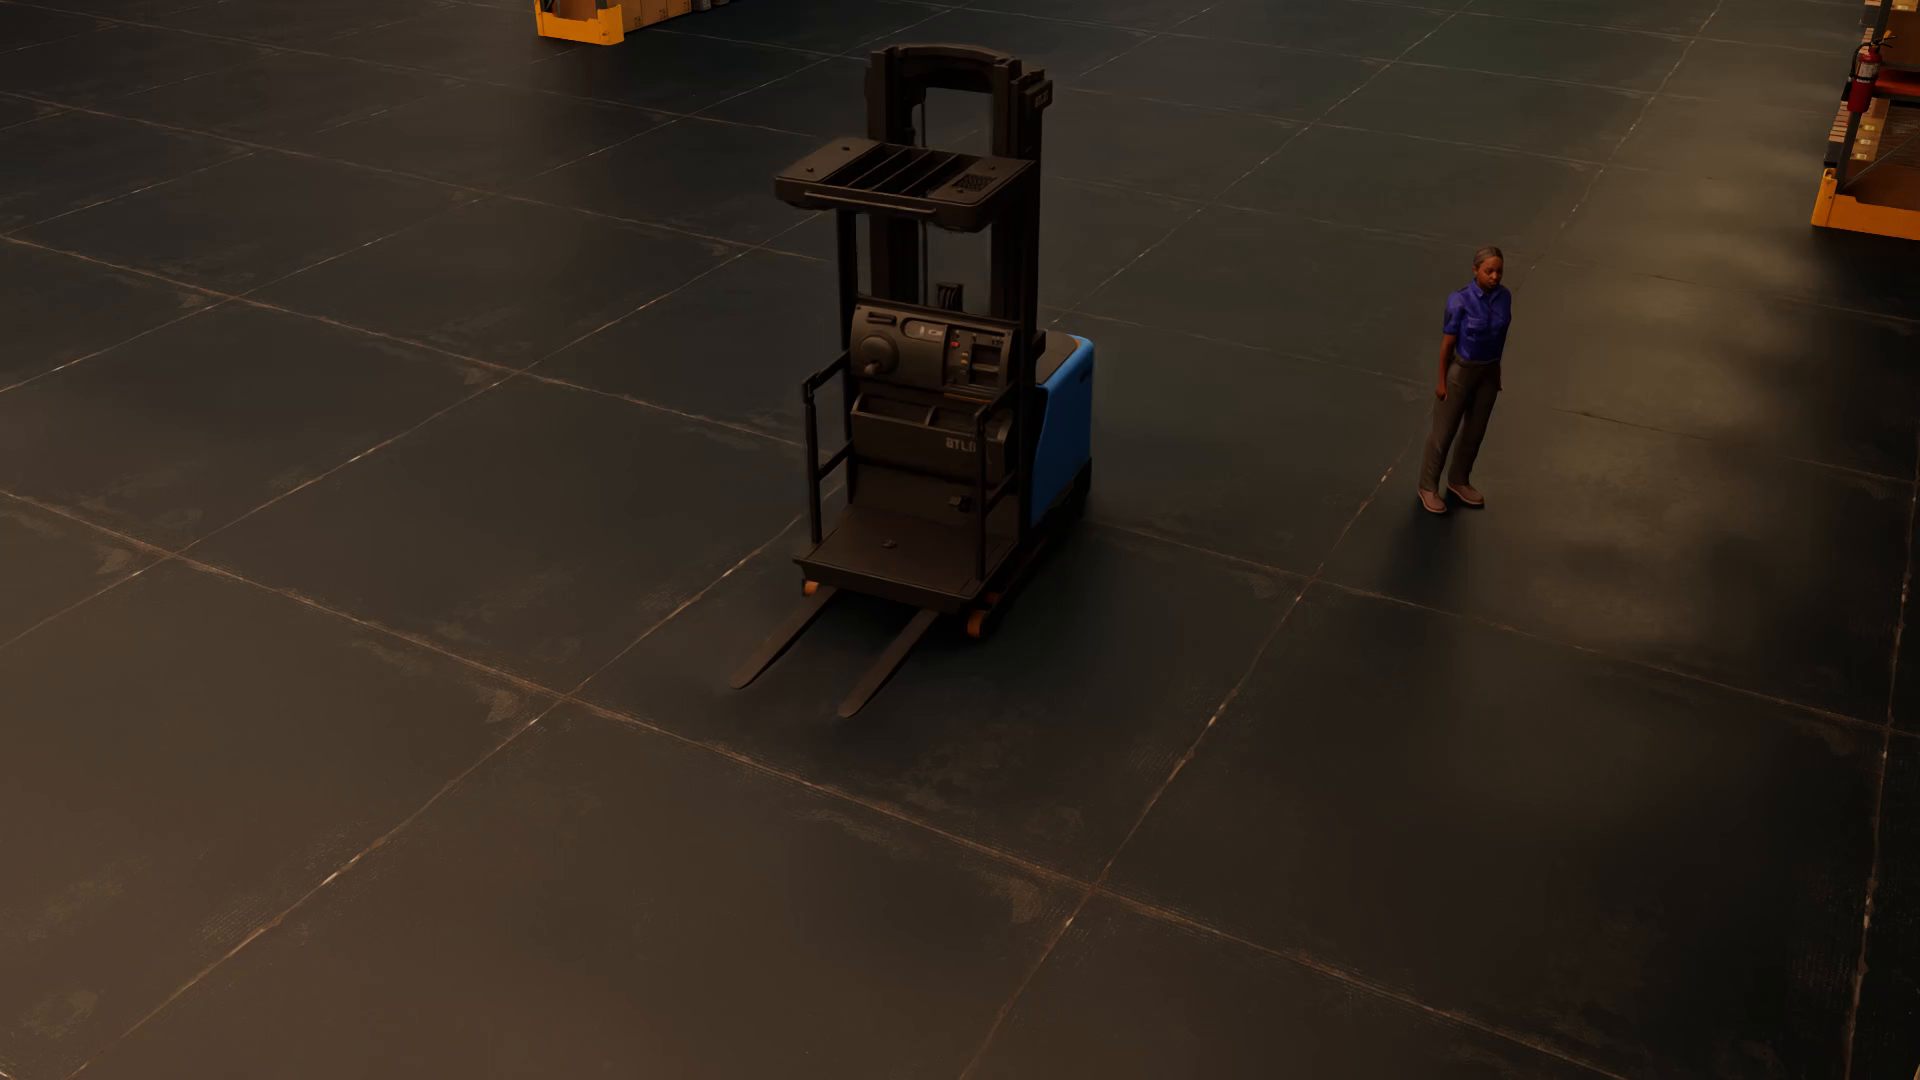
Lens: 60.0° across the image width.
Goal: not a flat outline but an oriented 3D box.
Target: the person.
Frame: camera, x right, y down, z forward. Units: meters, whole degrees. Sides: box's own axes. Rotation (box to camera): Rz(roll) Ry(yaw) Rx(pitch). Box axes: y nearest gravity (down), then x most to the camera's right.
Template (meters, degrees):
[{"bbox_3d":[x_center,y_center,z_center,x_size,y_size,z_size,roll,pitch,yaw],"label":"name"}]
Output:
[{"bbox_3d":[3.083,-0.973,10.031,0.447,1.662,0.325,-10,31,-17],"label":"person"}]

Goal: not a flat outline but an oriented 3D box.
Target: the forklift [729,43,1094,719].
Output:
[{"bbox_3d":[-0.241,-0.973,8.756,1.130,2.935,3.031,12,32,20],"label":"forklift"}]
